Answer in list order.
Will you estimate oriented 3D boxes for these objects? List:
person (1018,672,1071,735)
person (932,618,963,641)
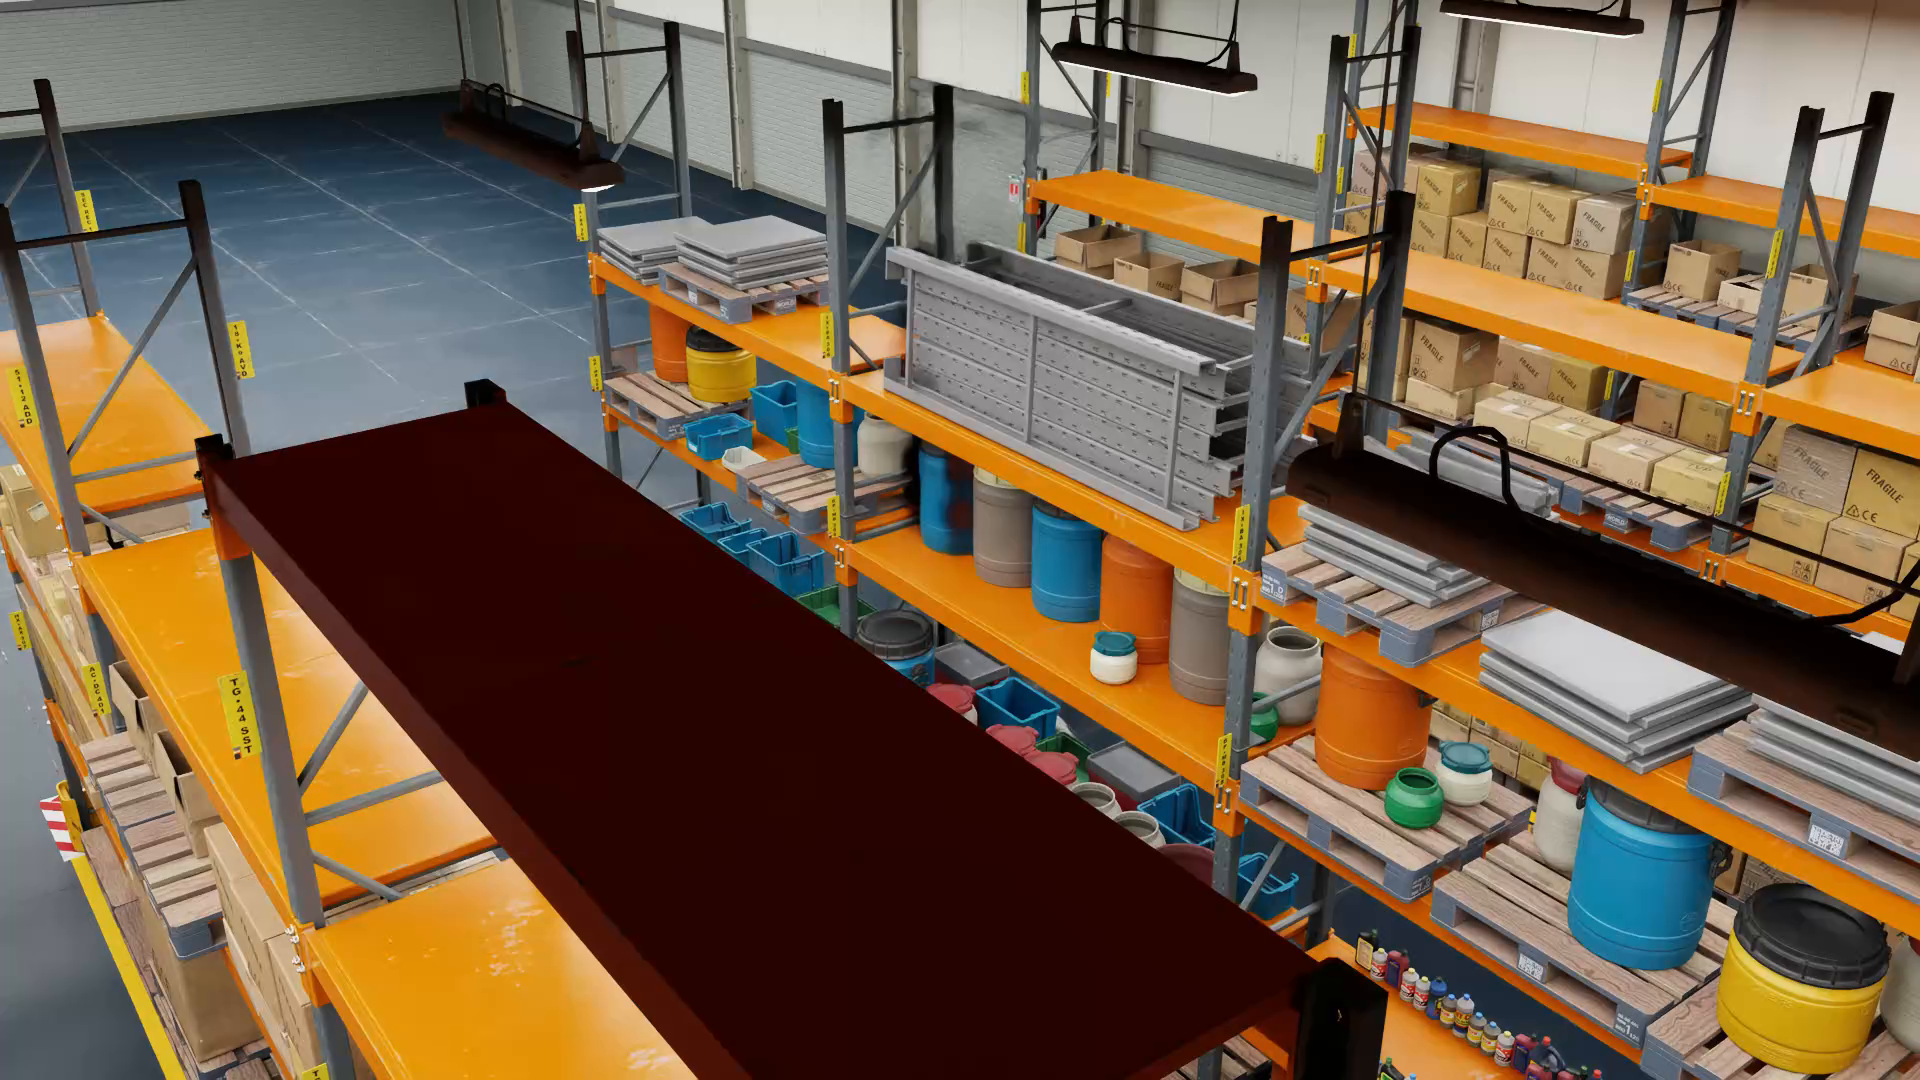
[{"bbox_3d":[0.704,1.120,14.635,0.563,1.647,0.802,-16,29,-31],"label":"person"},{"bbox_3d":[-0.094,0.590,15.638,0.643,1.750,0.578,-13,28,-25],"label":"person"}]
